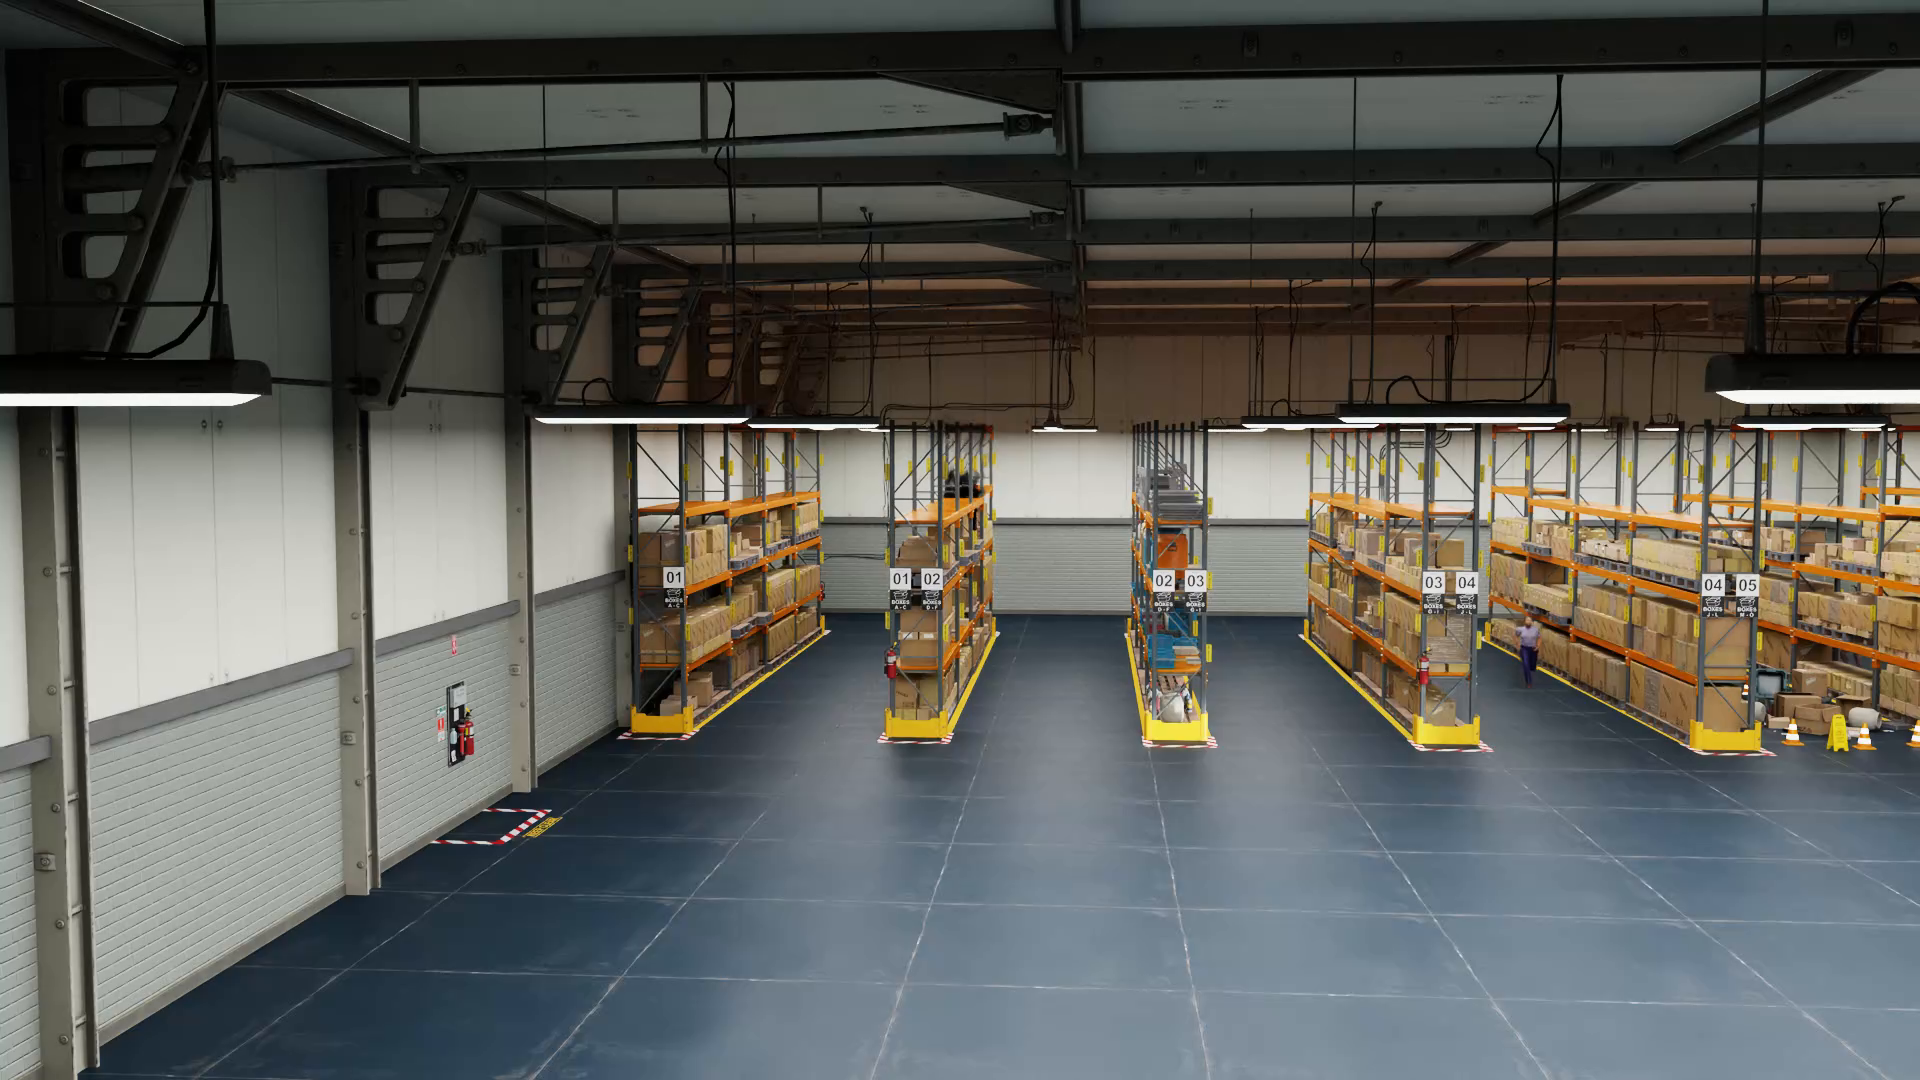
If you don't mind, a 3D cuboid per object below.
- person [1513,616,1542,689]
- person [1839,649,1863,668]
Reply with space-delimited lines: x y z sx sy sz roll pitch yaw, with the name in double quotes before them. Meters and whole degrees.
"person" 12.925 2.551 37.859 0.569 1.638 0.979 0 4 2
"person" 21.269 2.347 39.633 0.627 1.770 0.740 0 4 -1
